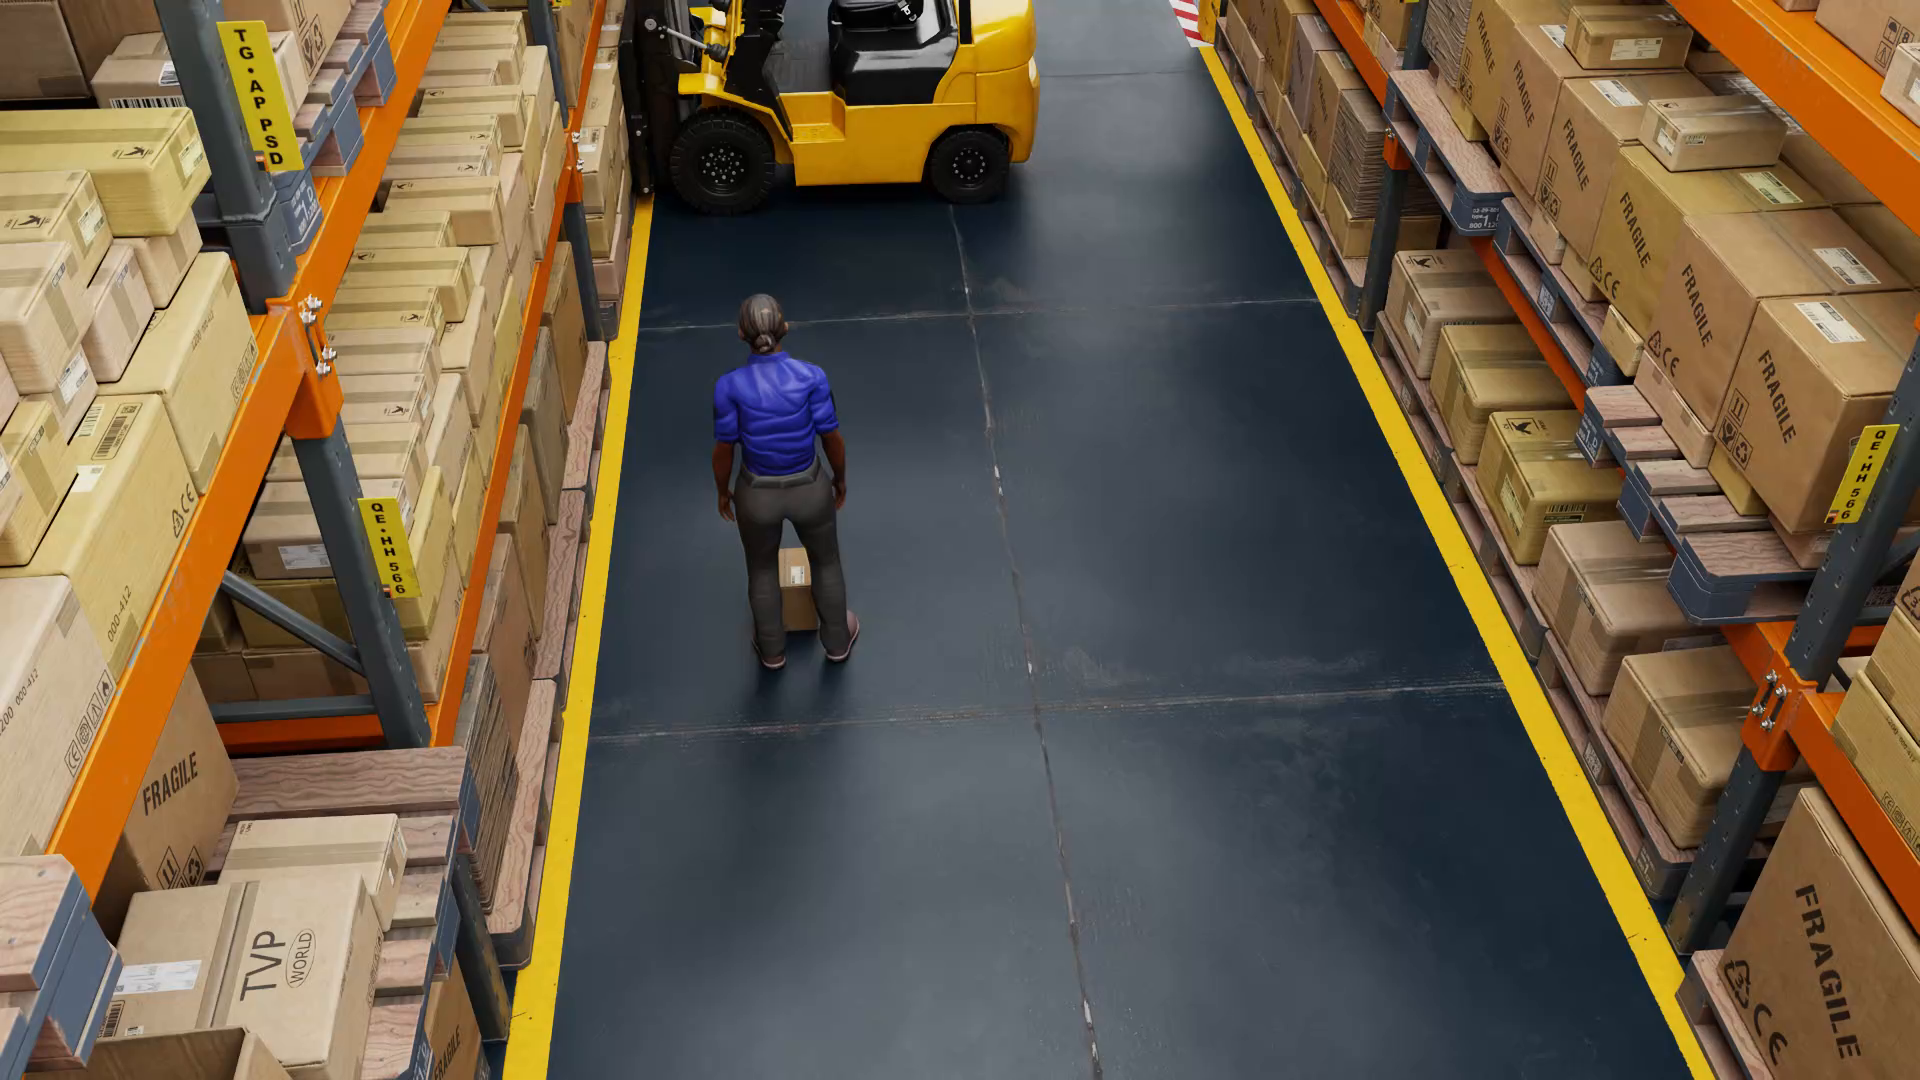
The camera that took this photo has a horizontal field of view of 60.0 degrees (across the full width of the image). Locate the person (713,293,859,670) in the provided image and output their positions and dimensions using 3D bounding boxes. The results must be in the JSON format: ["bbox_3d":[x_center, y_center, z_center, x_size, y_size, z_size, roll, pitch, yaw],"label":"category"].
[{"bbox_3d":[-0.671,-0.191,6.392,0.520,1.654,0.352,-5,40,-6],"label":"person"}]
